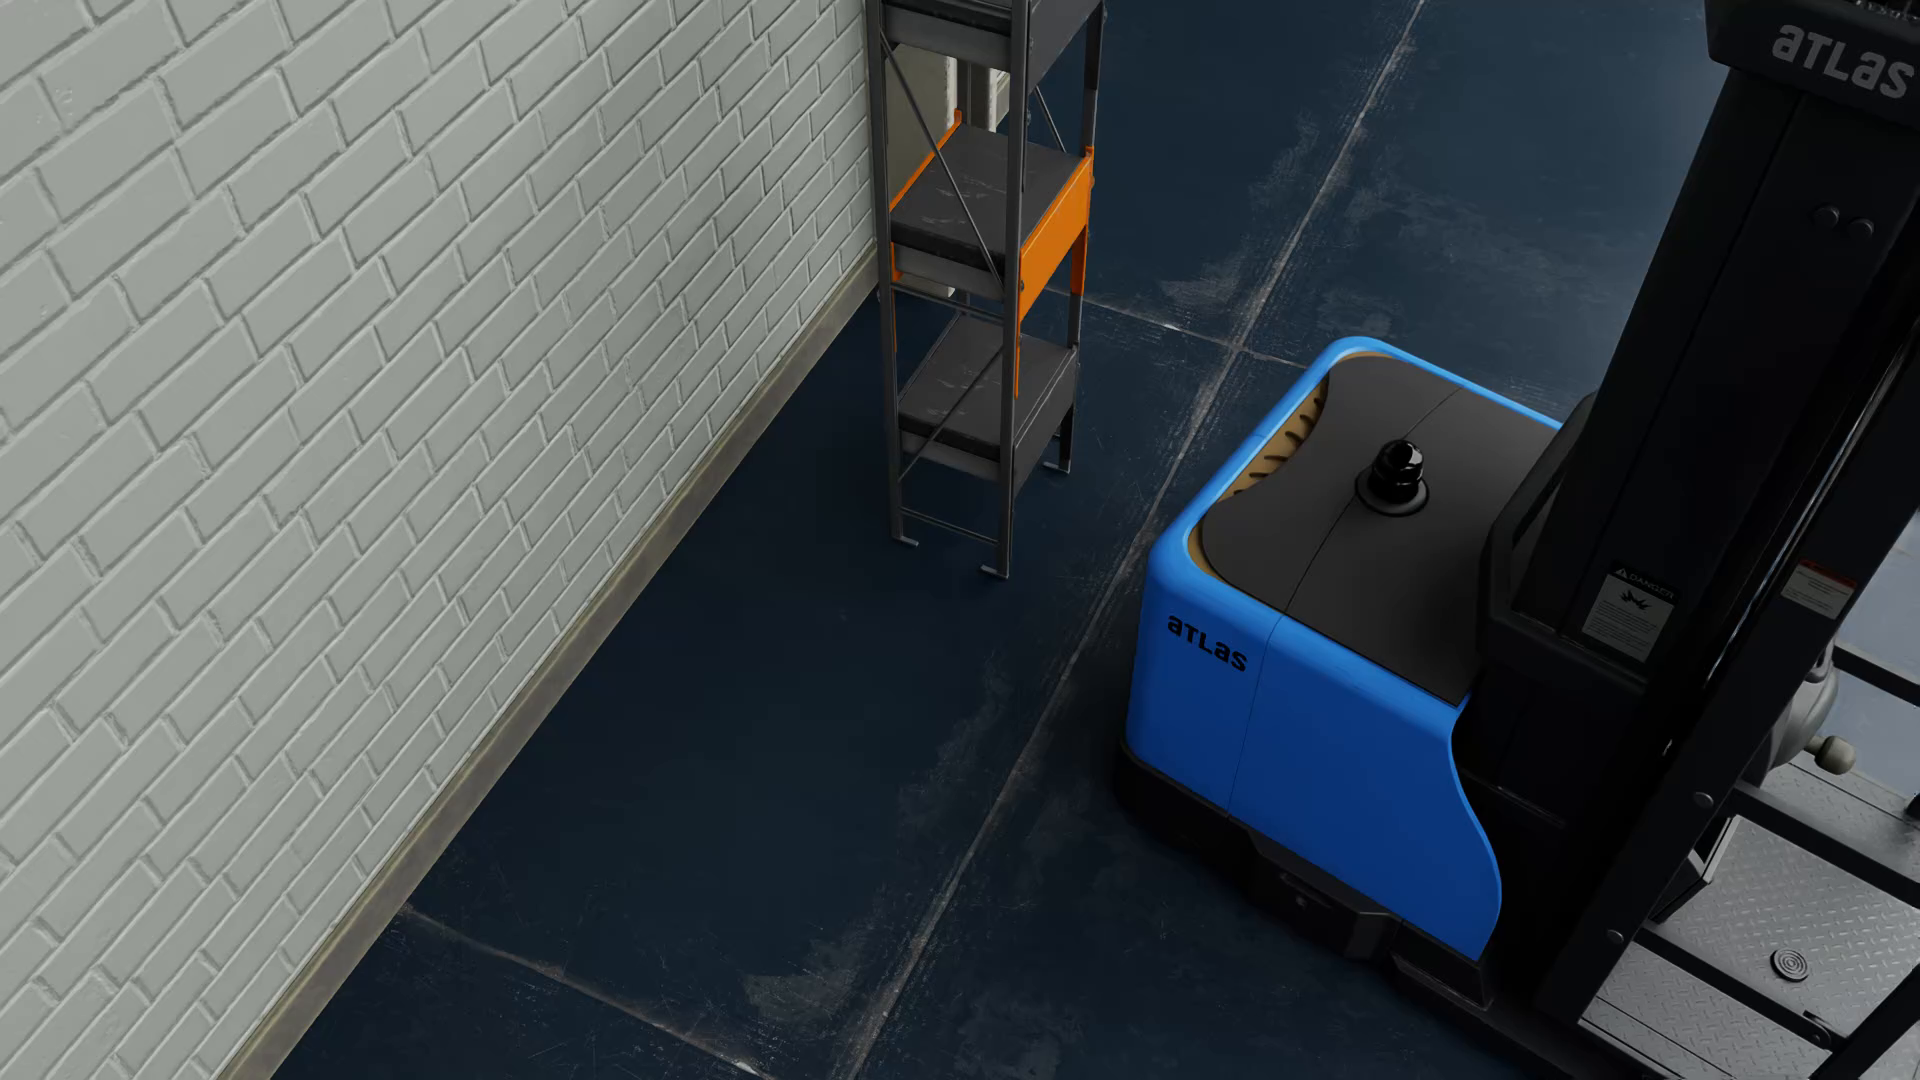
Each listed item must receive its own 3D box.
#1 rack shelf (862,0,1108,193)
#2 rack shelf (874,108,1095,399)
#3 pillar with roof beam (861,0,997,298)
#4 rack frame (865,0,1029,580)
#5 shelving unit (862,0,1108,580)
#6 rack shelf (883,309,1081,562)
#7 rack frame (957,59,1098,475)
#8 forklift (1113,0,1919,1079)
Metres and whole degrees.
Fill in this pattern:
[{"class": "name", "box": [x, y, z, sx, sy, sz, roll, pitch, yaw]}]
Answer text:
[{"class": "rack shelf", "box": [0.071, -1.239, 4.025, 0.431, 0.518, 0.480, 20, 52, 16]}, {"class": "rack shelf", "box": [0.071, -0.786, 4.558, 0.431, 0.518, 0.480, 20, 52, 16]}, {"class": "pillar with roof beam", "box": [3.797, -2.574, 1.532, 9.100, 9.000, 0.400, 20, 52, 16]}, {"class": "rack frame", "box": [-0.034, -0.626, 4.404, 0.400, 2.100, 0.015, 20, 52, 16]}, {"class": "shelving unit", "box": [0.071, -0.794, 4.547, 0.431, 2.100, 0.503, 20, 52, 16]}, {"class": "rack shelf", "box": [0.071, -0.332, 5.091, 0.431, 0.518, 0.480, 20, 52, 16]}, {"class": "rack frame", "box": [0.175, -0.962, 4.690, 0.400, 2.100, 0.015, 20, 52, 16]}, {"class": "forklift", "box": [1.906, 0.158, 3.191, 3.031, 2.935, 1.130, 30, 56, 23]}]
